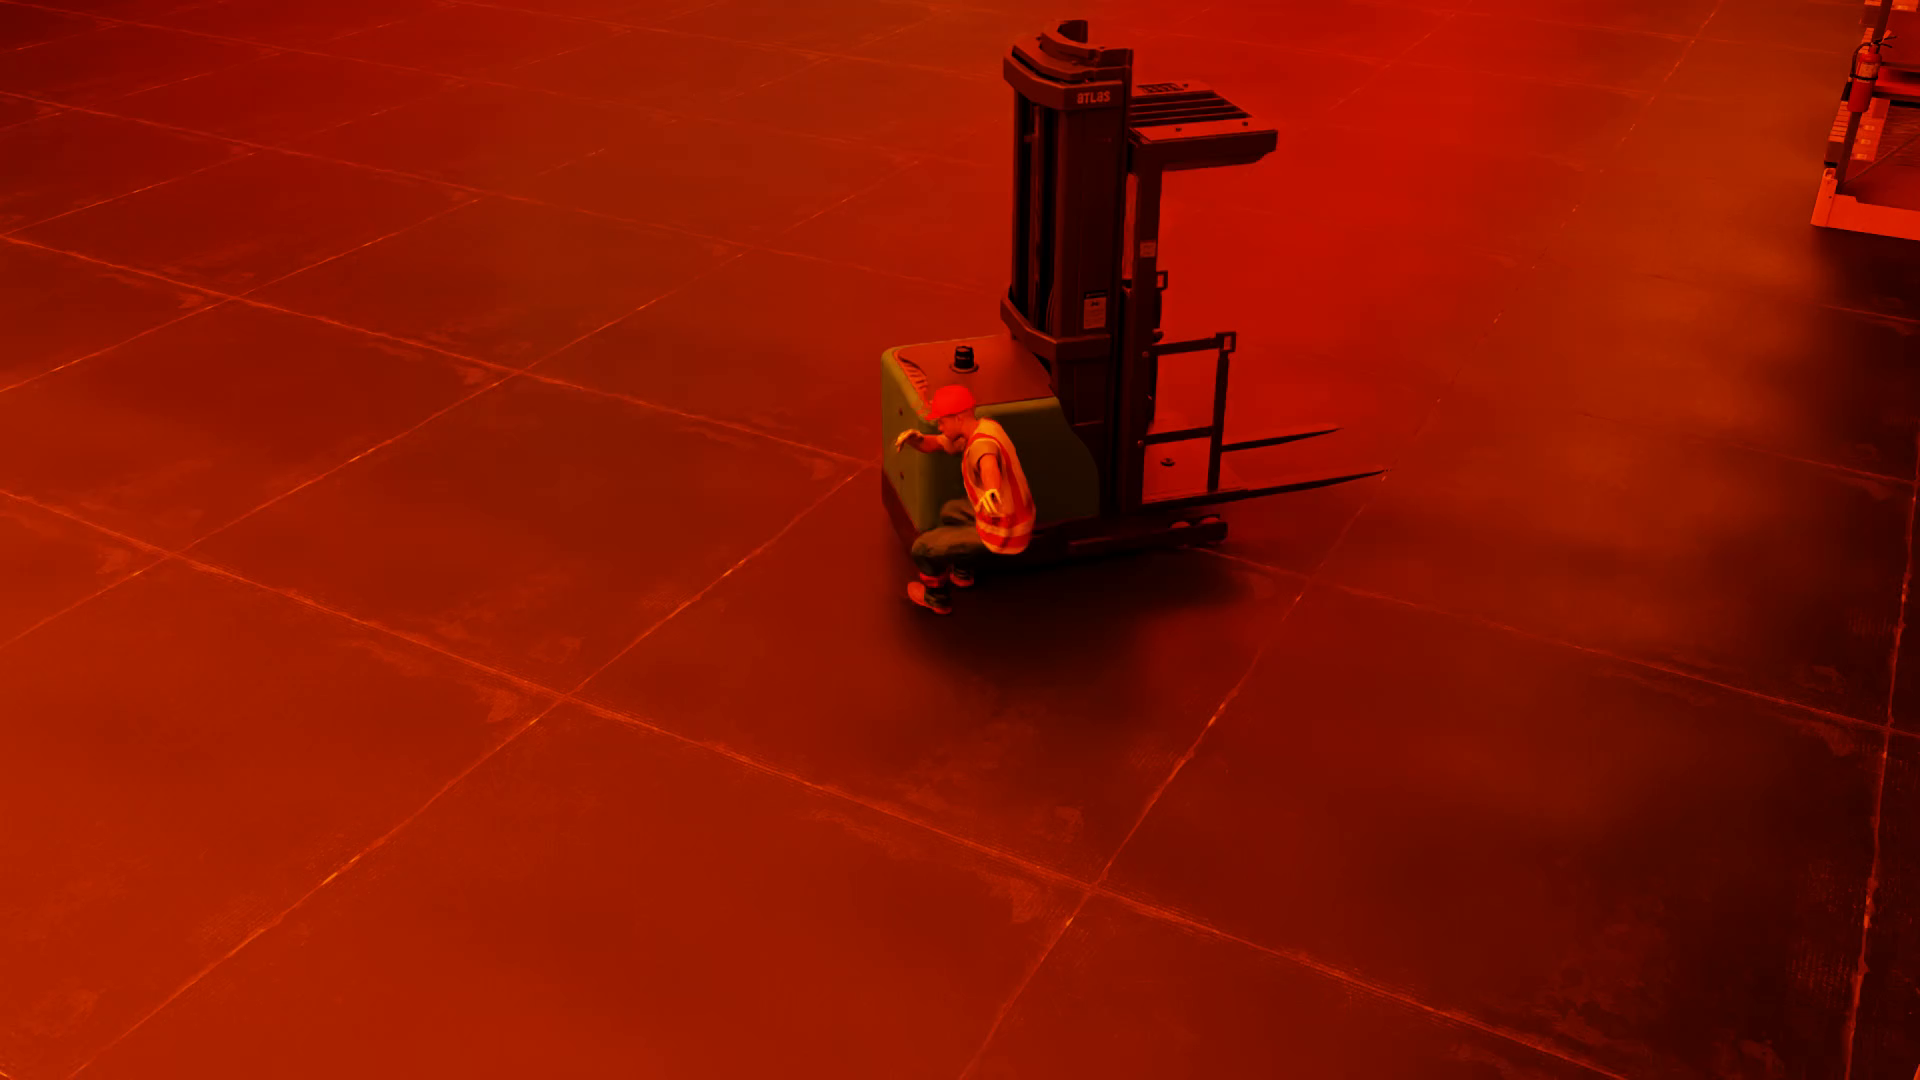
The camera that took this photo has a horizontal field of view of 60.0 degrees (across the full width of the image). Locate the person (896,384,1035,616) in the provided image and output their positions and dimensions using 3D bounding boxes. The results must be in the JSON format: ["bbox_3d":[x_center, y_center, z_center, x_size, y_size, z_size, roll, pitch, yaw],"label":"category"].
[{"bbox_3d":[0.005,-0.067,8.711,0.736,1.440,1.408,5,30,9],"label":"person"}]

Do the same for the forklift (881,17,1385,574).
[{"bbox_3d":[1.094,-1.456,9.594,3.031,2.935,1.130,-8,31,-14],"label":"forklift"}]
